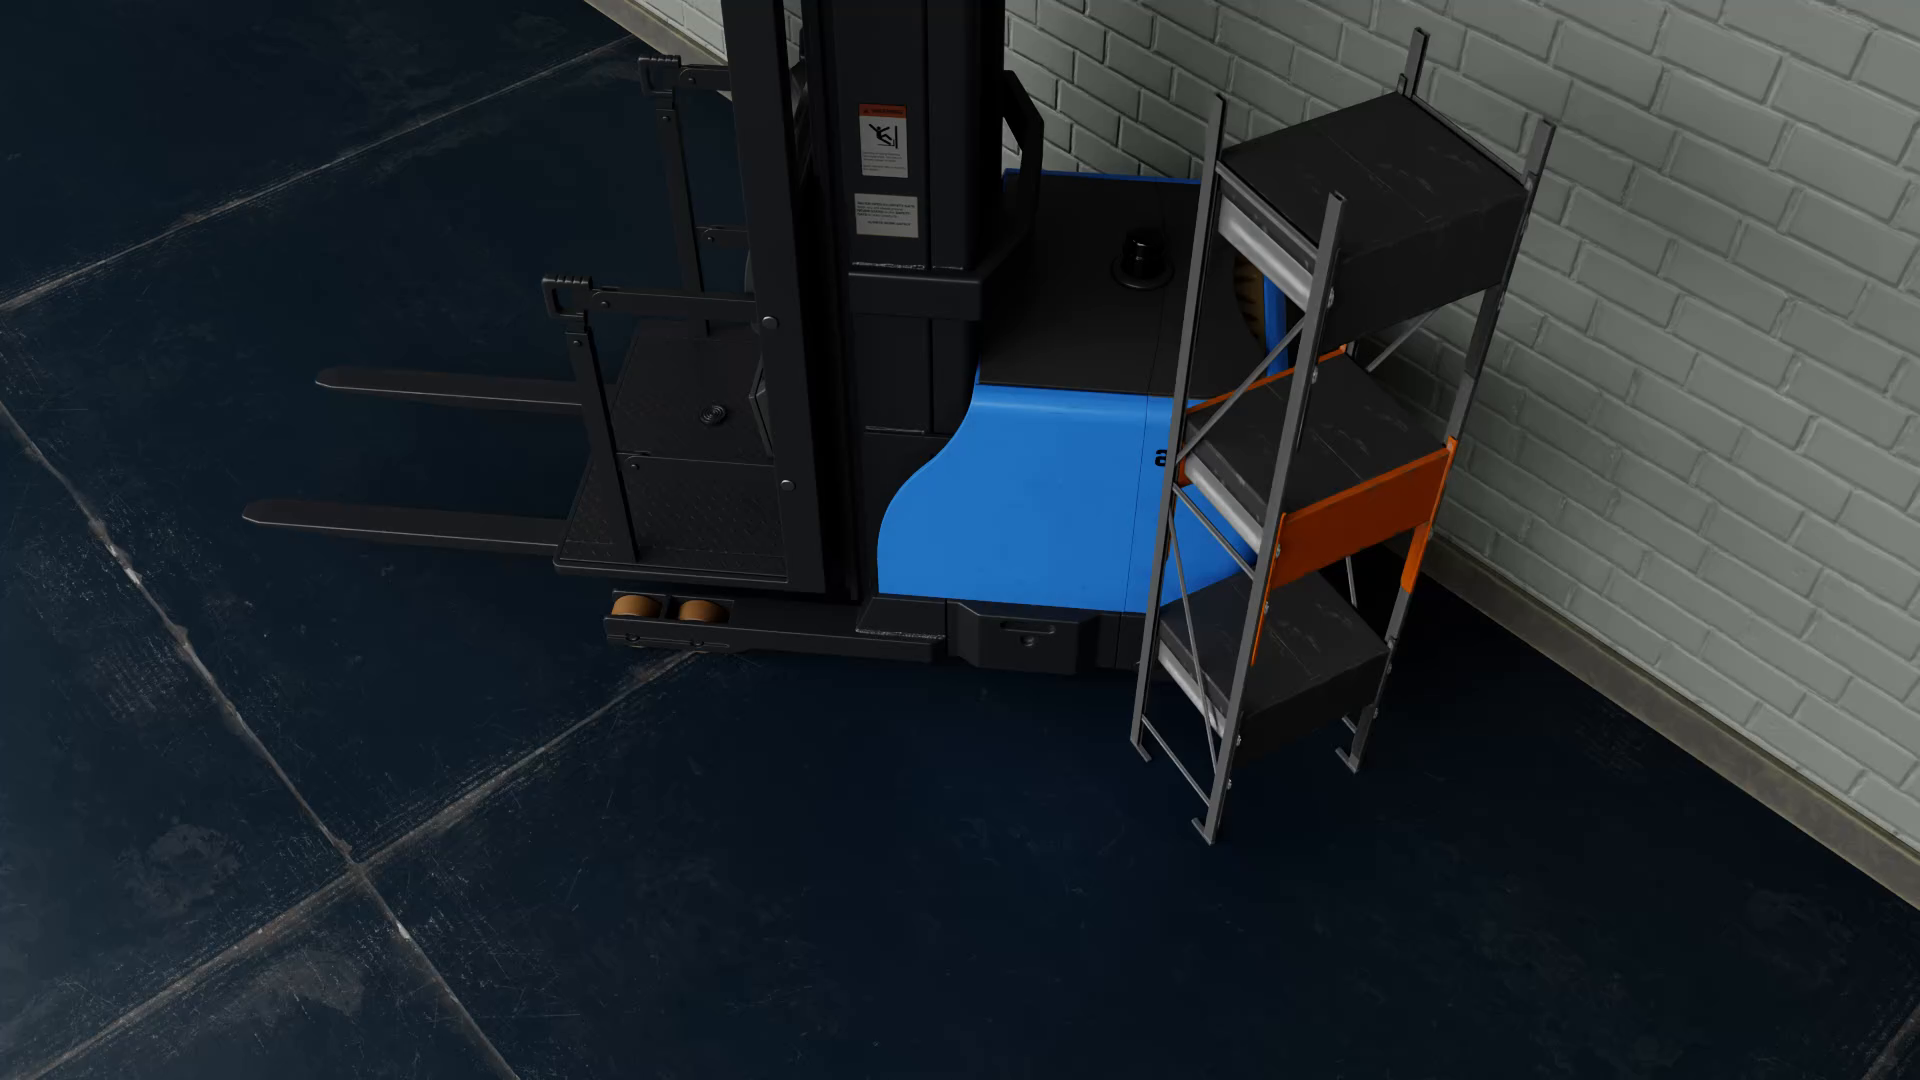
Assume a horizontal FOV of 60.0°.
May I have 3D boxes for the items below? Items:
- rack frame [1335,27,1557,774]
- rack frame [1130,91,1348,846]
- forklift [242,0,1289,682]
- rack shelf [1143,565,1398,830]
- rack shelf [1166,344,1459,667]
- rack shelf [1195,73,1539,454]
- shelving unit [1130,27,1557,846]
[{"bbox_3d":[1.014,-0.189,3.996,0.015,2.100,0.400,-22,51,-19],"label":"rack frame"},{"bbox_3d":[0.585,-0.017,3.837,0.015,2.100,0.400,-22,51,-19],"label":"rack frame"},{"bbox_3d":[-0.627,-1.041,4.217,3.031,2.935,1.130,4,47,4],"label":"forklift"},{"bbox_3d":[0.799,0.381,4.441,0.480,0.518,0.431,-22,51,-19],"label":"rack shelf"},{"bbox_3d":[0.799,-0.094,3.926,0.480,0.518,0.431,-22,51,-19],"label":"rack shelf"},{"bbox_3d":[0.799,-0.569,3.412,0.480,0.518,0.431,-22,51,-19],"label":"rack shelf"},{"bbox_3d":[0.799,-0.103,3.916,0.503,2.100,0.431,-22,51,-19],"label":"shelving unit"}]
